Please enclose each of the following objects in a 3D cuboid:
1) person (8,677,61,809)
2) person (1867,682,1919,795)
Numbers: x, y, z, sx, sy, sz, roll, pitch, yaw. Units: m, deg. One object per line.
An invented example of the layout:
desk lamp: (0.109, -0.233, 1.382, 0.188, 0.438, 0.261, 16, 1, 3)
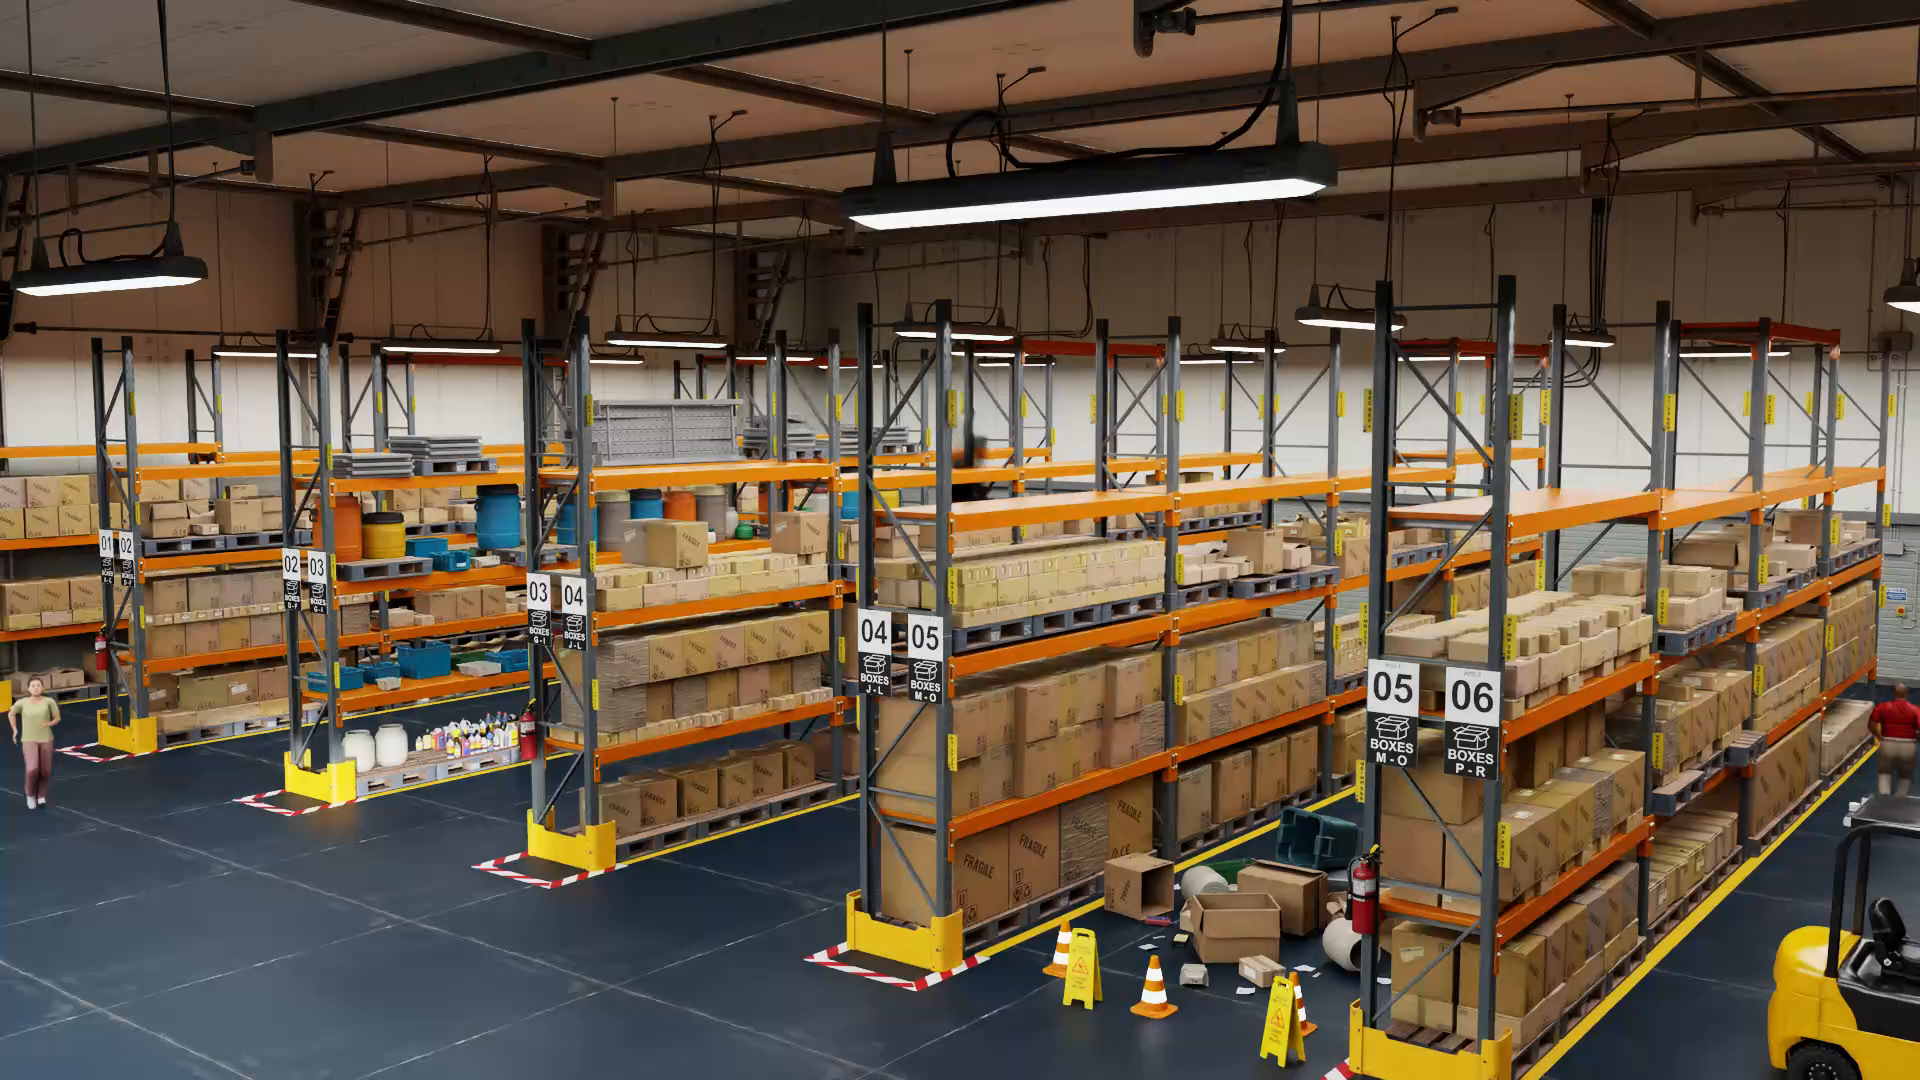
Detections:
person: (-11.506, 2.524, 20.730, 0.551, 1.647, 0.644, -4, 6, -36)
person: (11.446, 2.560, 20.300, 0.659, 1.674, 0.622, 3, 6, 33)
